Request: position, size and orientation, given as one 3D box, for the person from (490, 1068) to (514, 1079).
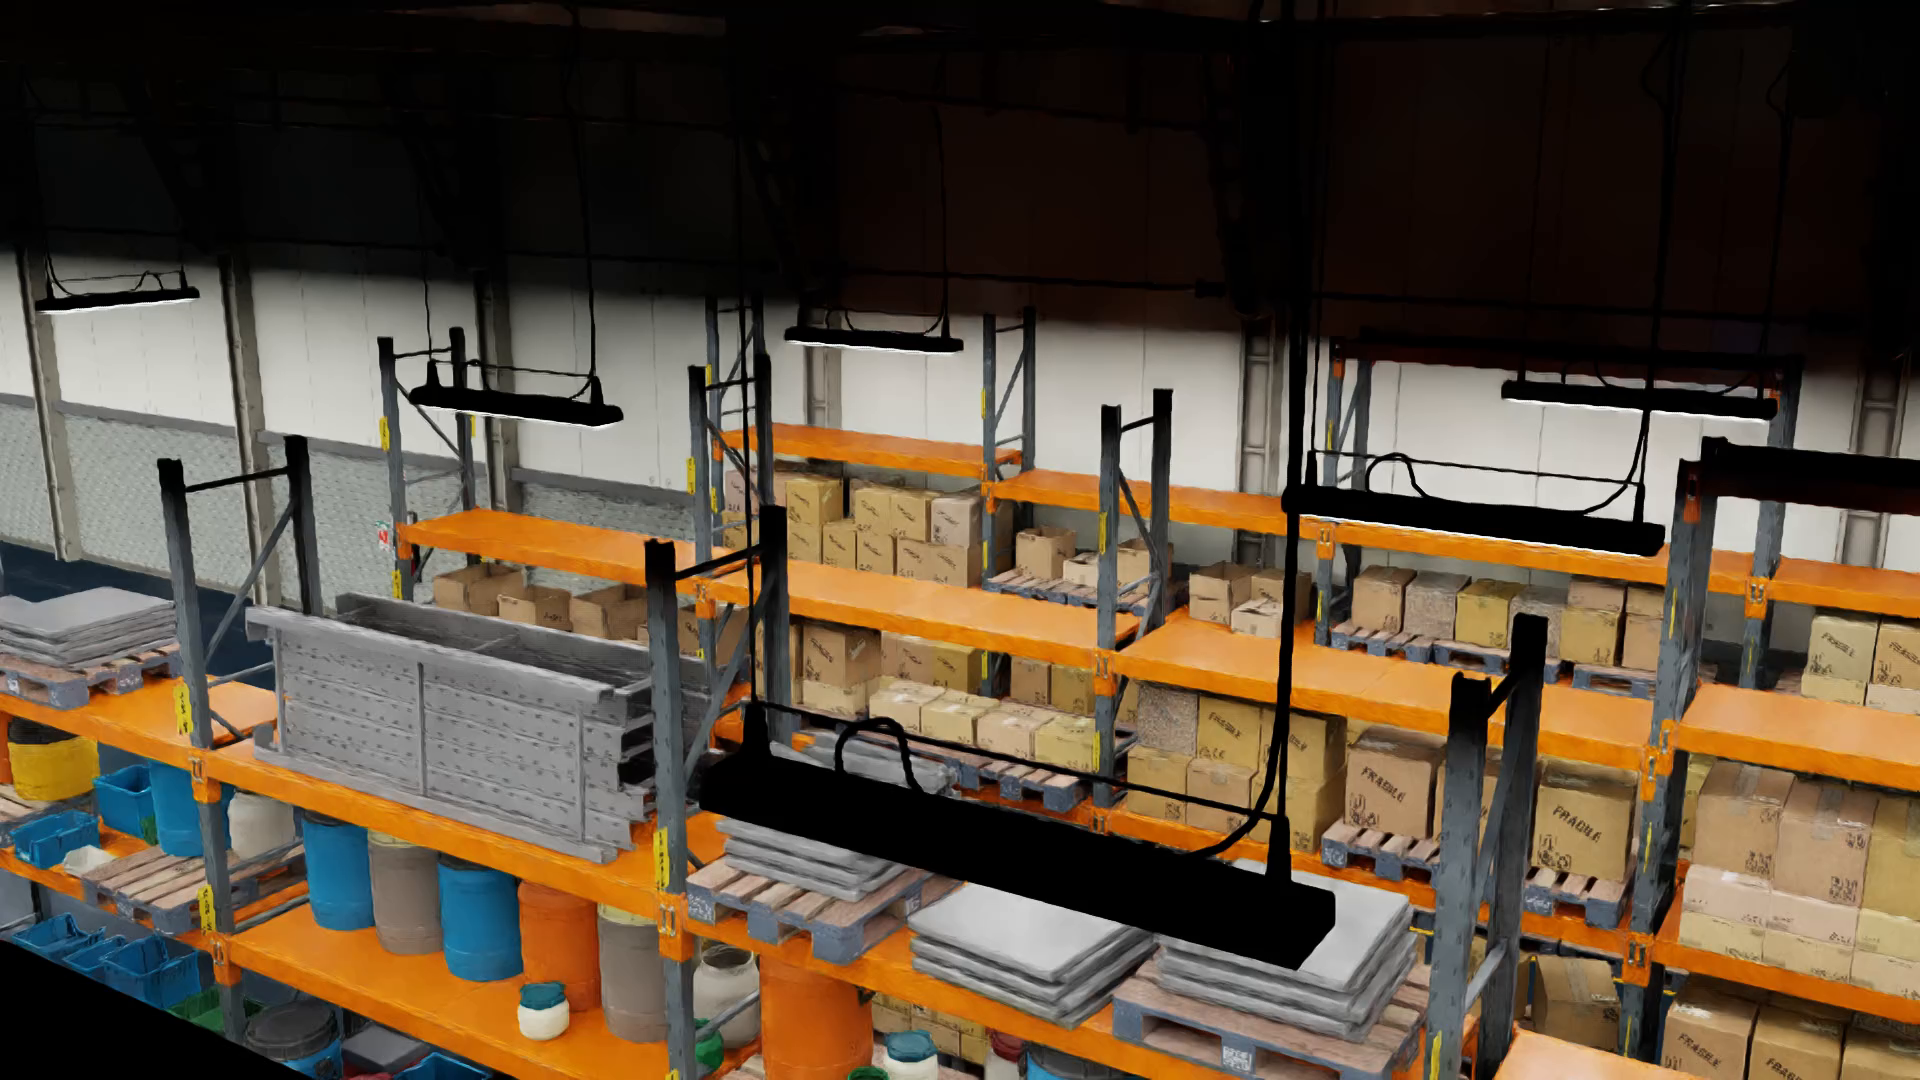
[{"bbox_3d":[-3.563,3.964,13.823,1.184,1.576,0.601,8,16,29],"label":"person"}]
